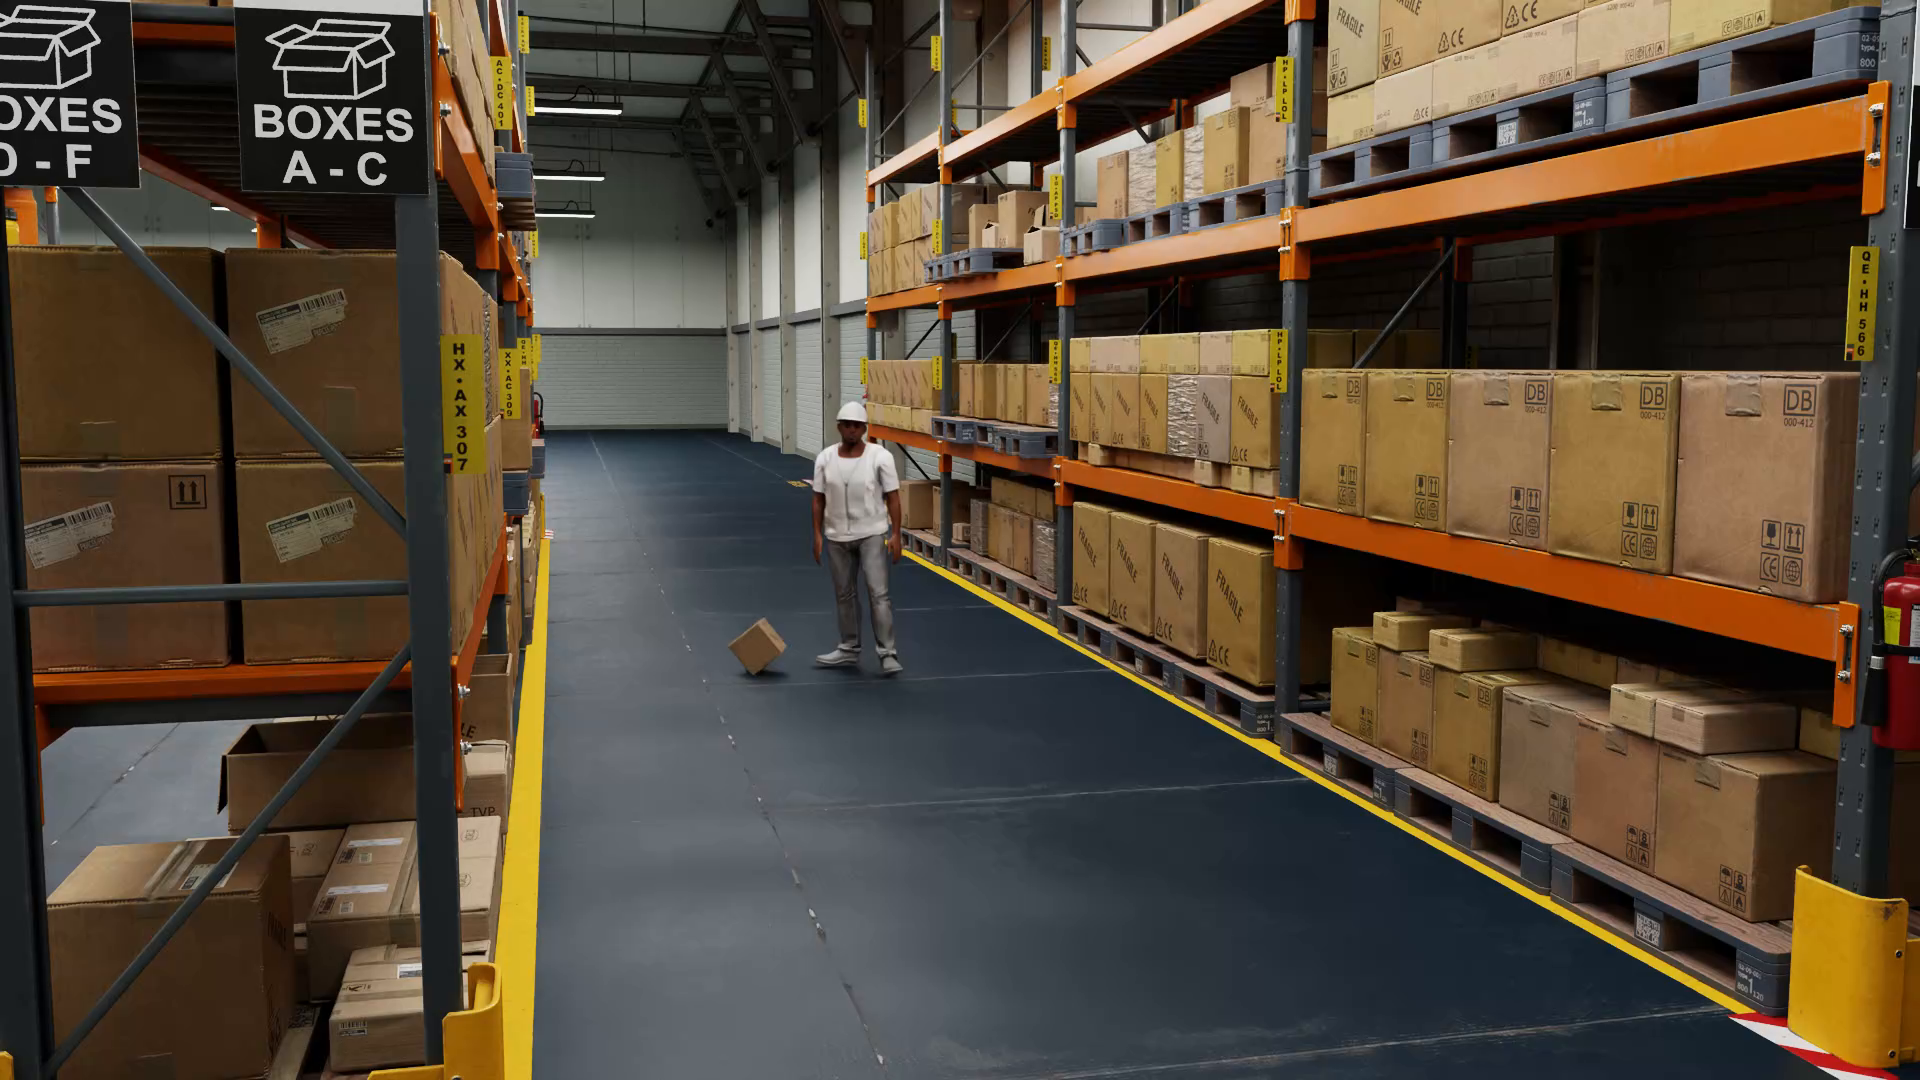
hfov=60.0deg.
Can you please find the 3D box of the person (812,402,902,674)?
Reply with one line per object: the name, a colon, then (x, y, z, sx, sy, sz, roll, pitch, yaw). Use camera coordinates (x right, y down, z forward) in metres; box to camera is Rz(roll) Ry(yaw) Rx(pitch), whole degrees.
person: (-0.650, -0.021, 10.848, 0.704, 1.753, 0.587, 2, 6, 16)
